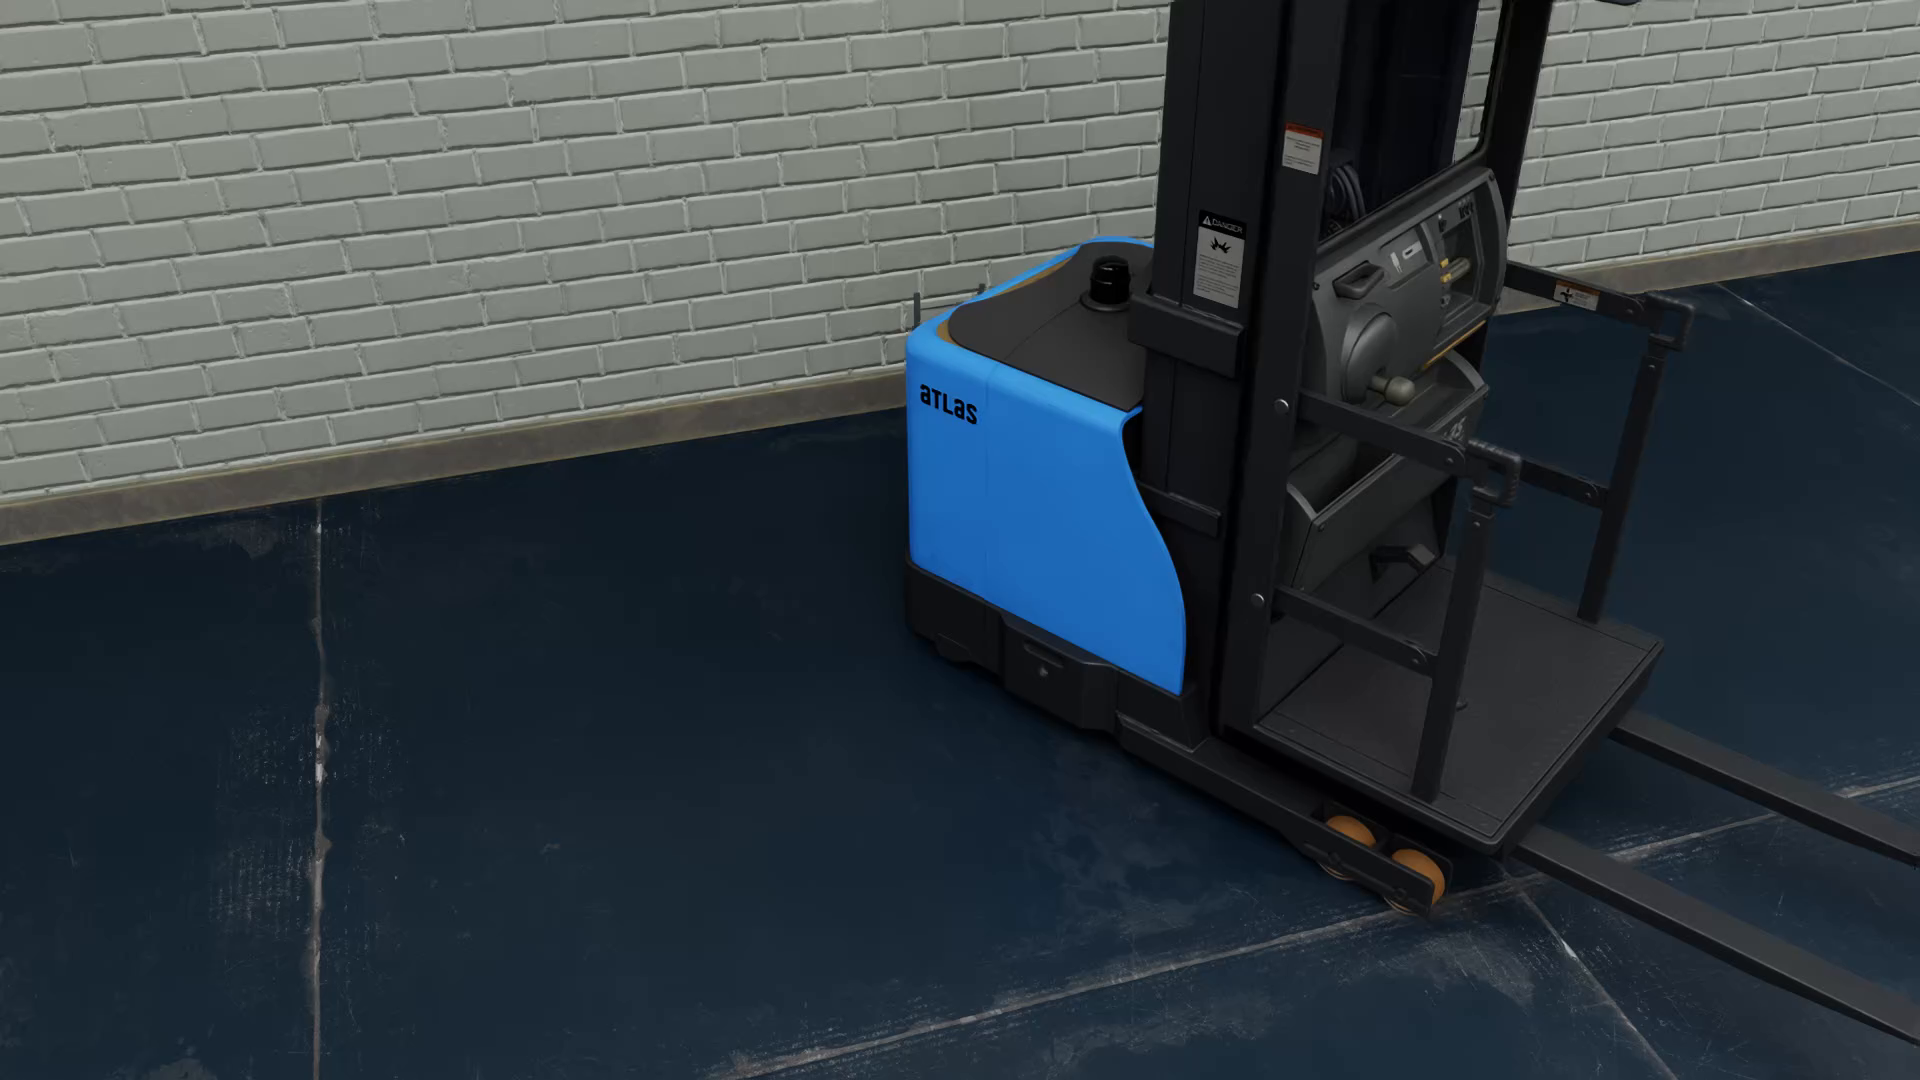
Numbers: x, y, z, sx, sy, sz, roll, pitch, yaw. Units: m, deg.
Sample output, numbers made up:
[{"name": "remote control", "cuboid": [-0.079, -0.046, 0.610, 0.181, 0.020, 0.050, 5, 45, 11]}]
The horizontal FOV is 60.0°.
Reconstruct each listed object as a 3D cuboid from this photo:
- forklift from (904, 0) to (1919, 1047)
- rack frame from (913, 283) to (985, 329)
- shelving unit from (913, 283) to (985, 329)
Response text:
[{"name": "forklift", "cuboid": [1.274, -0.587, 3.979, 3.031, 2.935, 1.130, 25, 41, 33]}, {"name": "rack frame", "cuboid": [-0.033, -0.433, 5.589, 0.240, 0.900, 0.006, -10, 35, -15]}, {"name": "shelving unit", "cuboid": [-0.002, -0.380, 5.508, 0.258, 0.900, 0.210, -10, 35, -15]}]
